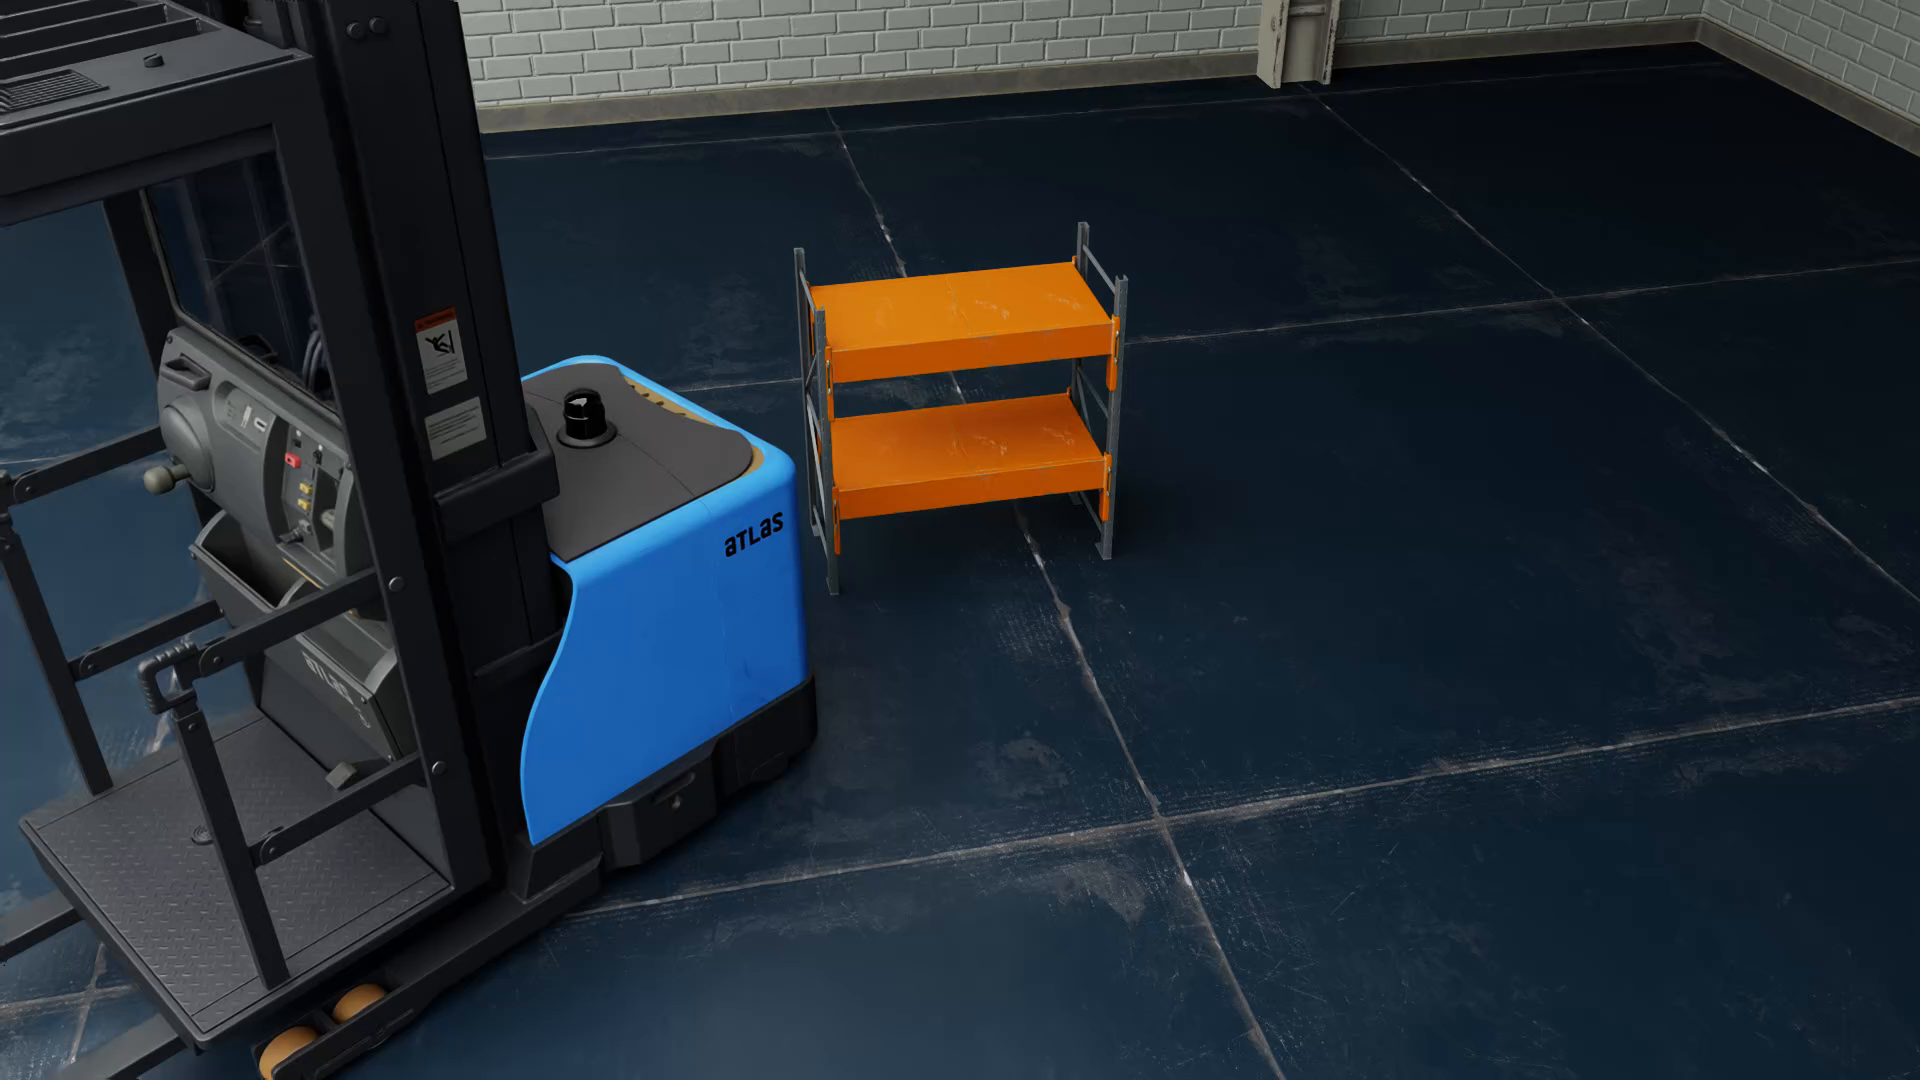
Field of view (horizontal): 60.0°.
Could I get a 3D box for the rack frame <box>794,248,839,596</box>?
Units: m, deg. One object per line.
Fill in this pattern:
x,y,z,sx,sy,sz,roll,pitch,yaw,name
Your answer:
-0.502,-0.404,5.842,0.032,1.125,0.500,-7,35,-11,rack frame

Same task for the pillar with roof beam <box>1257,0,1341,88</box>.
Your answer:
3.082,-4.356,4.666,0.400,9.000,9.100,-7,35,-11,pillar with roof beam

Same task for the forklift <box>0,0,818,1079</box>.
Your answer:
-1.827,-0.150,3.843,1.130,2.935,3.031,28,43,35,forklift

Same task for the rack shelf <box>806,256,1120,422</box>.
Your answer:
-0.007,-0.709,5.772,1.000,0.278,0.538,-7,35,-11,rack shelf

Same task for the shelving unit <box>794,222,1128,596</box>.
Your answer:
-0.007,-0.466,5.935,1.048,1.125,0.538,-7,35,-11,shelving unit

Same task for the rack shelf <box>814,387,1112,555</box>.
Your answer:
-0.007,-0.263,6.072,1.000,0.278,0.538,-7,35,-11,rack shelf

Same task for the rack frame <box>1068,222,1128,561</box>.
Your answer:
0.489,-0.529,6.028,0.032,1.125,0.500,-7,35,-11,rack frame
